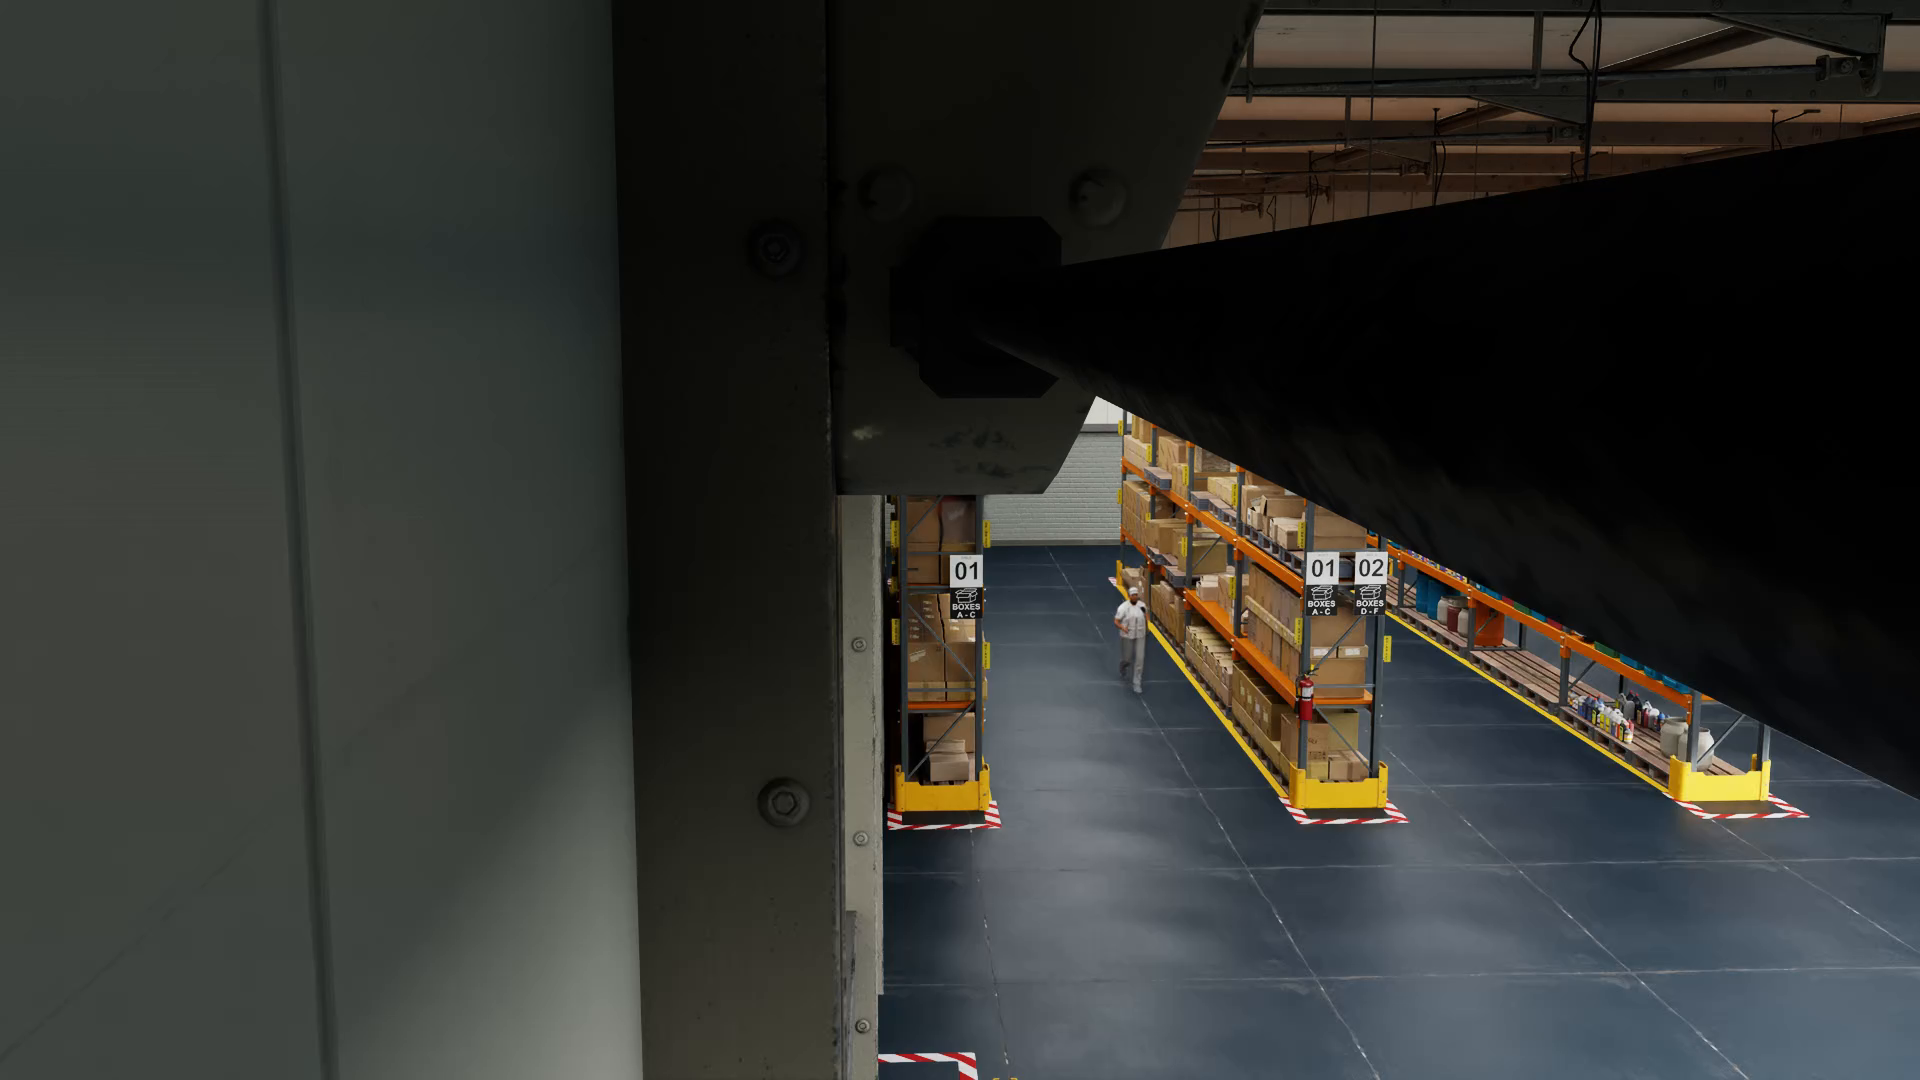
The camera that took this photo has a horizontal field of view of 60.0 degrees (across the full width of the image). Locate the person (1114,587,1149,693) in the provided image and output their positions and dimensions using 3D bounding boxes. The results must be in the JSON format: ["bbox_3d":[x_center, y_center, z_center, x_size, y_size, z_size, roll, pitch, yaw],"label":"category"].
[{"bbox_3d":[2.792,1.577,26.897,0.607,1.667,0.841,-1,9,-8],"label":"person"}]
